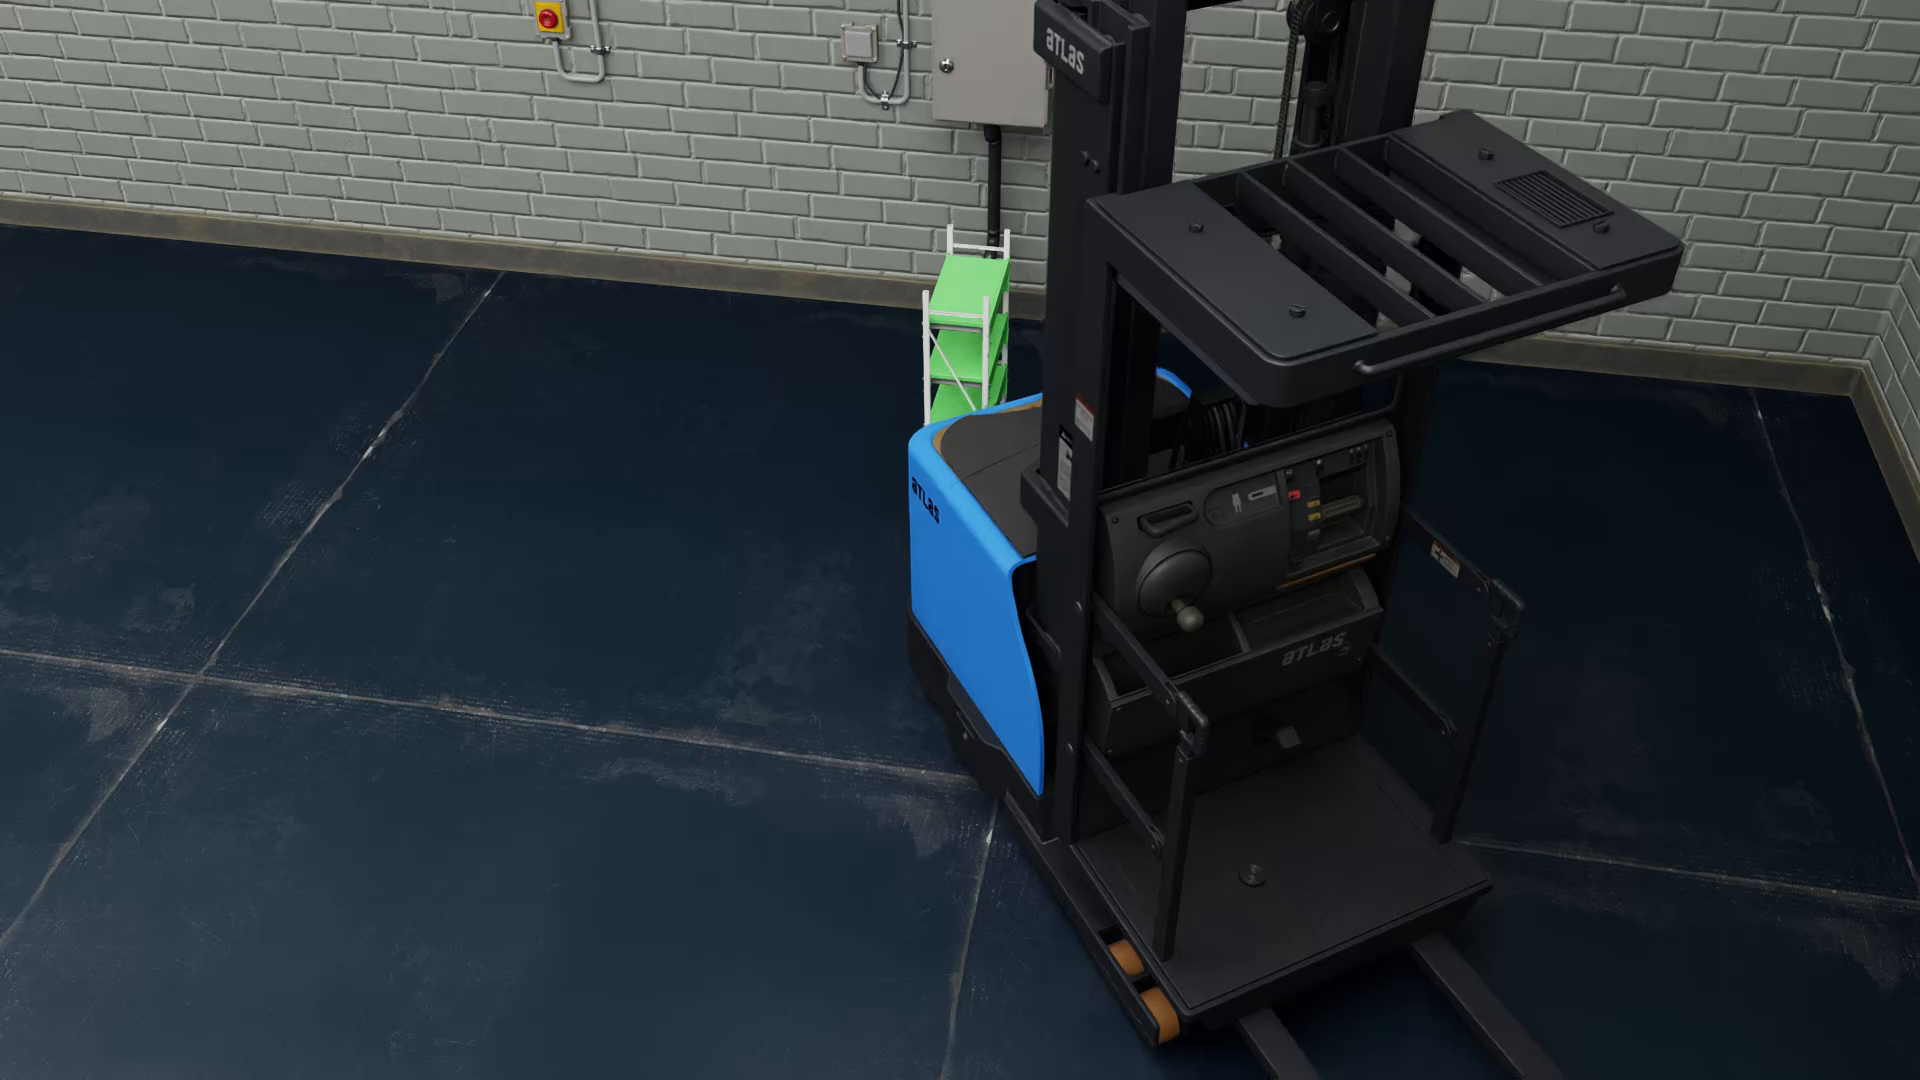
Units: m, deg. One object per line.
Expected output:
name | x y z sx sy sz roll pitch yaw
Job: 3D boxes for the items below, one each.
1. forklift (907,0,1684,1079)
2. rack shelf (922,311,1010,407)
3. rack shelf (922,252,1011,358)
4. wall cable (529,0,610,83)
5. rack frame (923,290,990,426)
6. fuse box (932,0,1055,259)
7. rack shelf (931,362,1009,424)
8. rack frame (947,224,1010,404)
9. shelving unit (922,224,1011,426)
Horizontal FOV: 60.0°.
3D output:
forklift | 0.907 0.042 4.399 1.130 2.935 3.031 -17 43 -20
rack shelf | 0.029 -0.702 6.381 0.258 0.148 0.480 6 40 8
rack shelf | 0.029 -0.887 6.228 0.258 0.148 0.480 6 40 8
wall cable | -1.885 -2.852 7.024 0.585 1.953 0.123 6 40 8
rack frame | -0.014 -0.413 6.308 0.240 1.200 0.015 6 40 8
fuse box | 0.159 -1.629 7.377 0.539 1.711 0.414 6 40 8
rack shelf | 0.029 -0.517 6.534 0.258 0.148 0.480 6 40 8
rack frame | 0.071 -0.719 6.679 0.240 1.200 0.015 6 40 8
shelving unit | 0.029 -0.566 6.493 0.258 1.200 0.503 6 40 8
